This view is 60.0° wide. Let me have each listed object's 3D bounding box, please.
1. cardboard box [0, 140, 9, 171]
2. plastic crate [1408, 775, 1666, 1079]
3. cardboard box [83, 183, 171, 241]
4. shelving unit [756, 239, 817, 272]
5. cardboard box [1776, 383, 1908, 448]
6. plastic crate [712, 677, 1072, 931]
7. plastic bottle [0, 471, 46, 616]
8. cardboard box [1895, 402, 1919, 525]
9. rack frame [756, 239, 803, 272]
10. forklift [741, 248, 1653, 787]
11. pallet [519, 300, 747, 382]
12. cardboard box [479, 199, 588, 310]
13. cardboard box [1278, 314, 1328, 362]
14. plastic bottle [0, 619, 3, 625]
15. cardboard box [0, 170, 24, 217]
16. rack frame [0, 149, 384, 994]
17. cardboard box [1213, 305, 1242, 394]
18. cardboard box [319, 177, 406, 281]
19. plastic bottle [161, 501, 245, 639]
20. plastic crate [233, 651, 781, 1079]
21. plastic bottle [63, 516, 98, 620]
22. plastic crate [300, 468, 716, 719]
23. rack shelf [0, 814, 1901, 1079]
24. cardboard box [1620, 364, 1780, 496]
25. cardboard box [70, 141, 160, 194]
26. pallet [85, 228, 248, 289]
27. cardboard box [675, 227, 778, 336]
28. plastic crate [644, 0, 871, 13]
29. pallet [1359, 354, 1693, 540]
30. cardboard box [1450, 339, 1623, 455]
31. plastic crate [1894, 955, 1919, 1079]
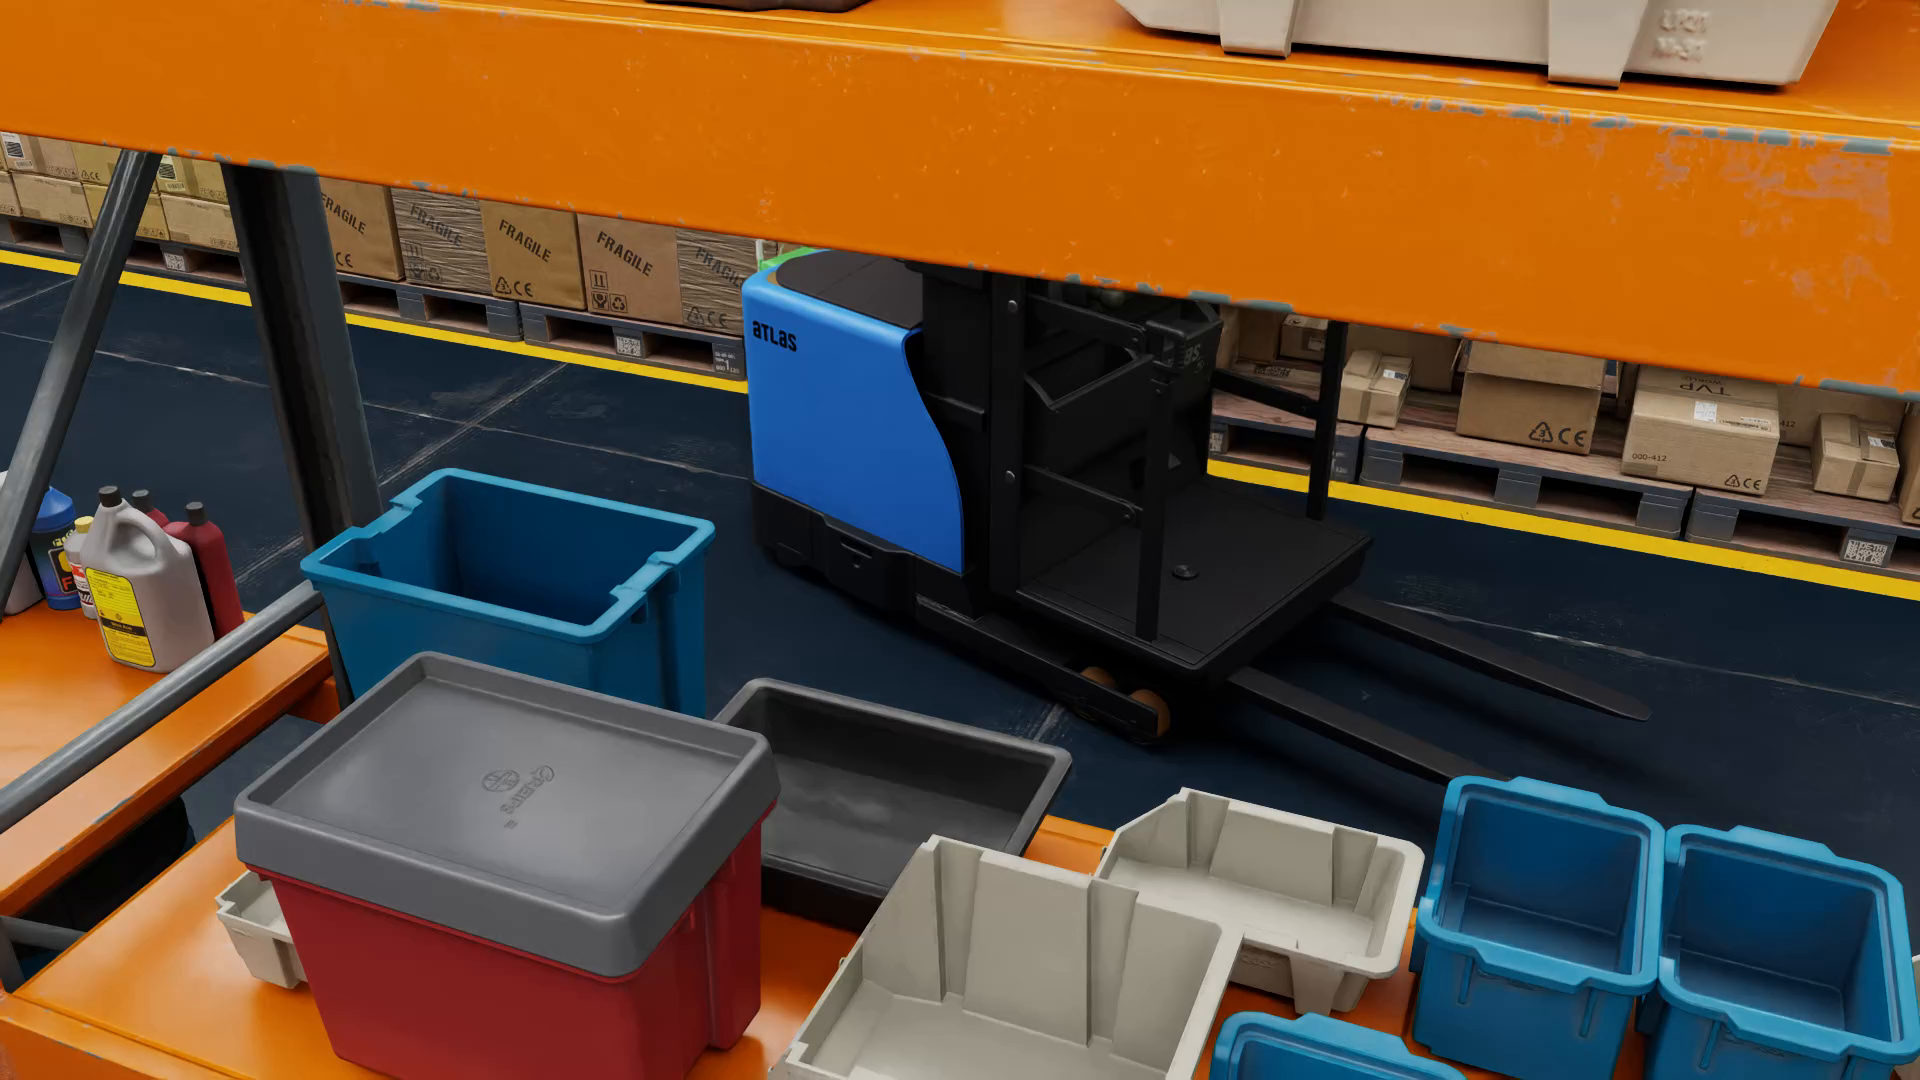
[{"bbox_3d":[-5.137,-2.231,8.946,0.500,0.311,0.500,12,32,20],"label":"cardboard box"},{"bbox_3d":[0.800,0.555,2.329,0.300,0.233,0.416,11,31,19],"label":"plastic crate"},{"bbox_3d":[-4.203,-1.800,8.755,0.500,0.250,0.500,11,31,19],"label":"cardboard box"},{"bbox_3d":[-0.521,-0.839,6.516,0.503,1.200,0.258,23,37,35],"label":"shelving unit"},{"bbox_3d":[3.408,-0.572,6.560,0.500,0.250,0.500,11,31,19],"label":"cardboard box"},{"bbox_3d":[-0.165,0.441,2.640,0.590,0.125,0.437,11,31,19],"label":"plastic crate"},{"bbox_3d":[-1.928,-0.010,3.345,0.135,0.276,0.152,11,31,19],"label":"plastic bottle"},{"bbox_3d":[3.672,-0.346,5.908,0.500,0.500,0.500,11,31,19],"label":"cardboard box"},{"bbox_3d":[-0.705,-0.918,6.655,0.015,1.200,0.240,23,37,35],"label":"rack frame"},{"bbox_3d":[0.682,-0.938,4.931,3.031,2.935,1.130,23,37,35],"label":"forklift"},{"bbox_3d":[-1.340,-1.139,8.051,1.213,0.211,1.003,11,31,19],"label":"pallet"},{"bbox_3d":[-1.880,-1.434,7.832,0.500,0.500,0.500,11,31,18],"label":"cardboard box"},{"bbox_3d":[1.567,-0.927,7.292,0.250,0.149,0.380,11,31,19],"label":"cardboard box"},{"bbox_3d":[-1.958,0.083,3.257,0.097,0.201,0.097,0,29,0],"label":"plastic bottle"},{"bbox_3d":[-5.145,-1.989,9.088,0.500,0.250,0.500,12,32,20],"label":"cardboard box"},{"bbox_3d":[-1.305,0.265,2.734,0.053,2.616,0.949,11,31,19],"label":"rack frame"},{"bbox_3d":[0.870,-0.840,6.972,0.500,0.311,0.500,11,31,19],"label":"cardboard box"},{"bbox_3d":[-2.830,-1.624,8.167,0.500,0.500,0.500,13,32,21],"label":"cardboard box"},{"bbox_3d":[-1.483,0.051,3.229,0.133,0.283,0.061,11,31,19],"label":"plastic bottle"},{"bbox_3d":[-0.571,0.489,2.211,0.583,0.464,0.402,11,31,19],"label":"plastic crate"},{"bbox_3d":[-1.720,0.049,3.316,0.097,0.201,0.097,0,29,0],"label":"plastic bottle"},{"bbox_3d":[-0.743,0.175,2.848,0.575,0.384,0.392,11,31,19],"label":"plastic crate"},{"bbox_3d":[0.550,0.946,2.259,4.000,0.370,1.077,11,31,19],"label":"rack shelf"},{"bbox_3d":[2.803,-0.427,6.304,0.500,0.250,0.500,11,31,19],"label":"cardboard box"},{"bbox_3d":[-4.206,-2.043,8.613,0.500,0.311,0.500,11,31,18],"label":"cardboard box"},{"bbox_3d":[-3.893,-1.691,9.027,1.213,0.211,1.003,11,31,19],"label":"pallet"},{"bbox_3d":[-0.922,-1.247,7.501,0.500,0.500,0.500,12,32,20],"label":"cardboard box"},{"bbox_3d":[-0.256,-0.631,1.403,0.590,0.269,0.497,11,31,19],"label":"plastic crate"},{"bbox_3d":[2.333,-0.428,6.794,1.213,0.211,1.003,11,31,19],"label":"pallet"},{"bbox_3d":[2.305,-0.754,6.626,0.637,0.503,0.797,11,31,19],"label":"cardboard box"},{"bbox_3d":[1.403,0.673,2.217,0.298,0.136,0.250,11,31,19],"label":"plastic crate"}]
